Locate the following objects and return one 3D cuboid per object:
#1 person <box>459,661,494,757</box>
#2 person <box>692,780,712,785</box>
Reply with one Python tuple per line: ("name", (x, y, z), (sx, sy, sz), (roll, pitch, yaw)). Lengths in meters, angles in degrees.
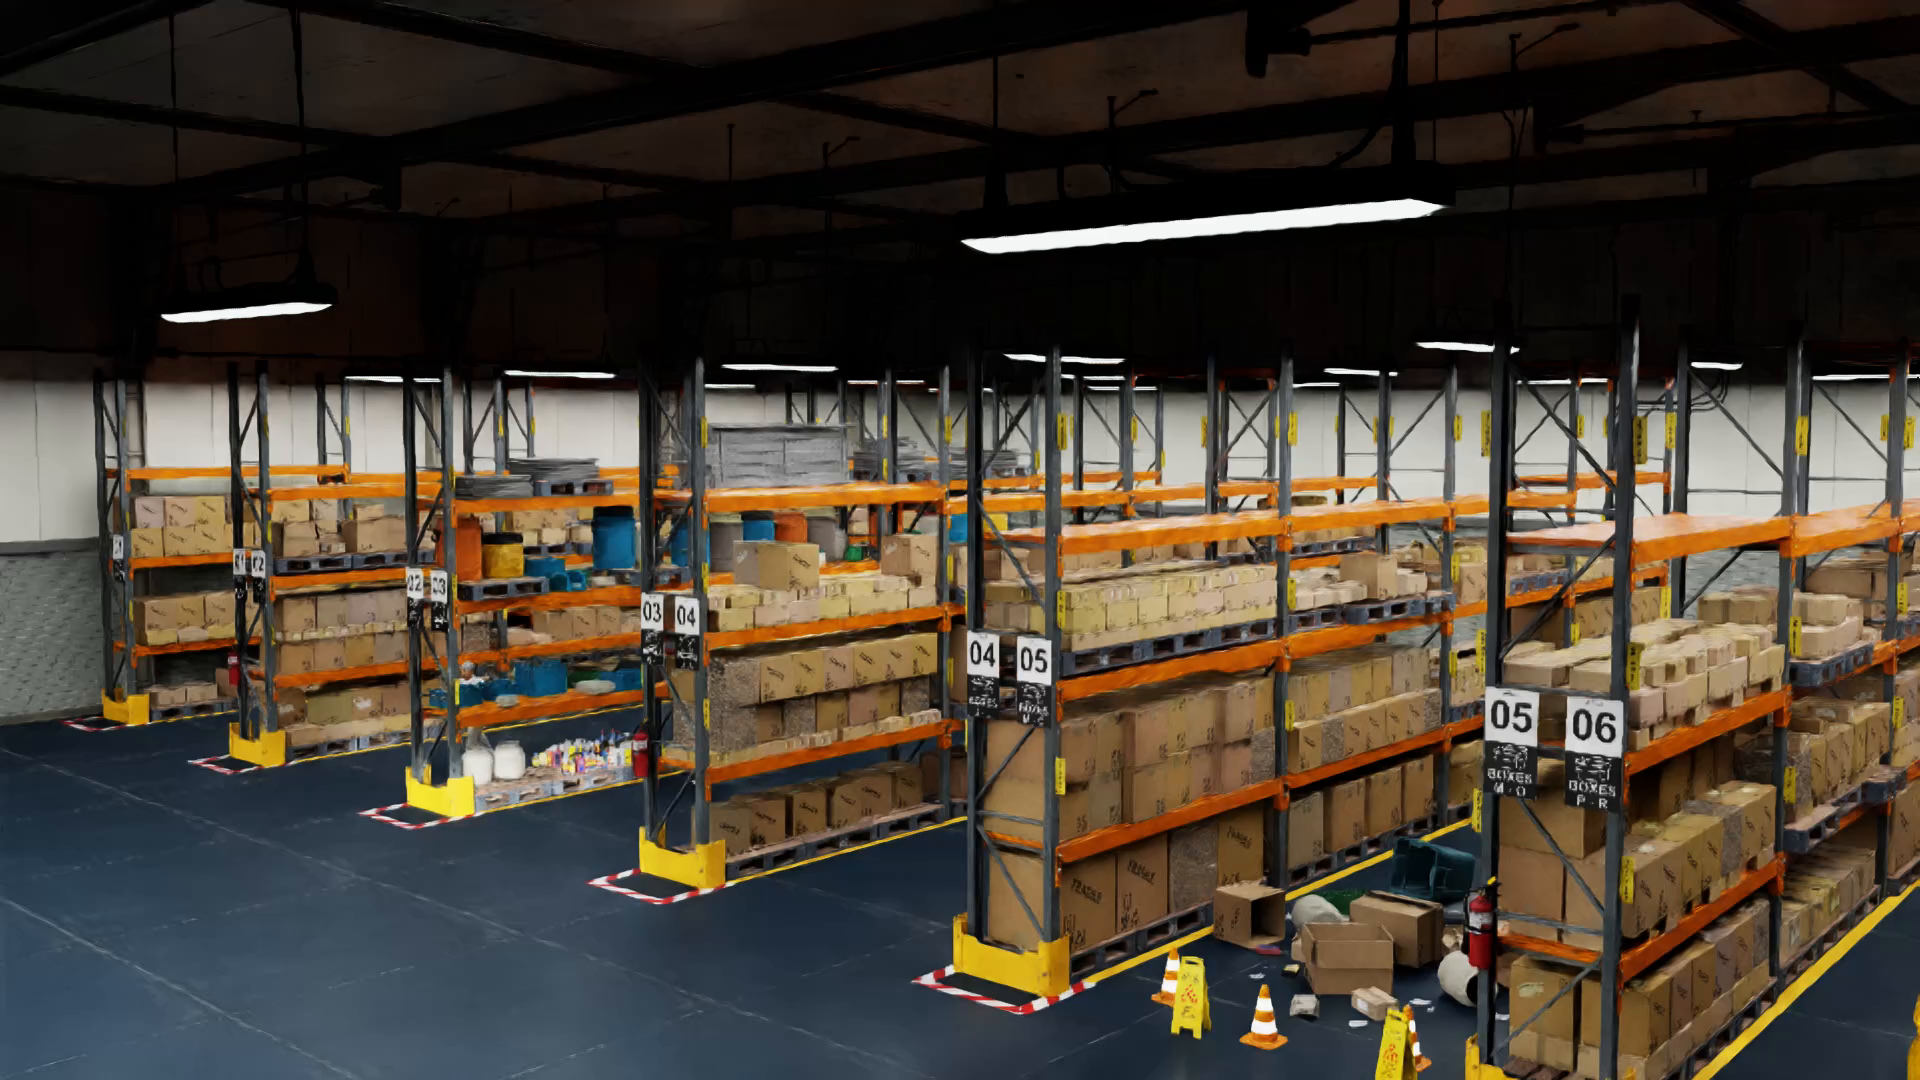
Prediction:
("person", (-7.171, 2.559, 24.392), (0.490, 1.597, 0.999), (3, 5, 33))
("person", (-3.576, 2.771, 23.099), (0.613, 1.376, 0.802), (2, 5, 22))
